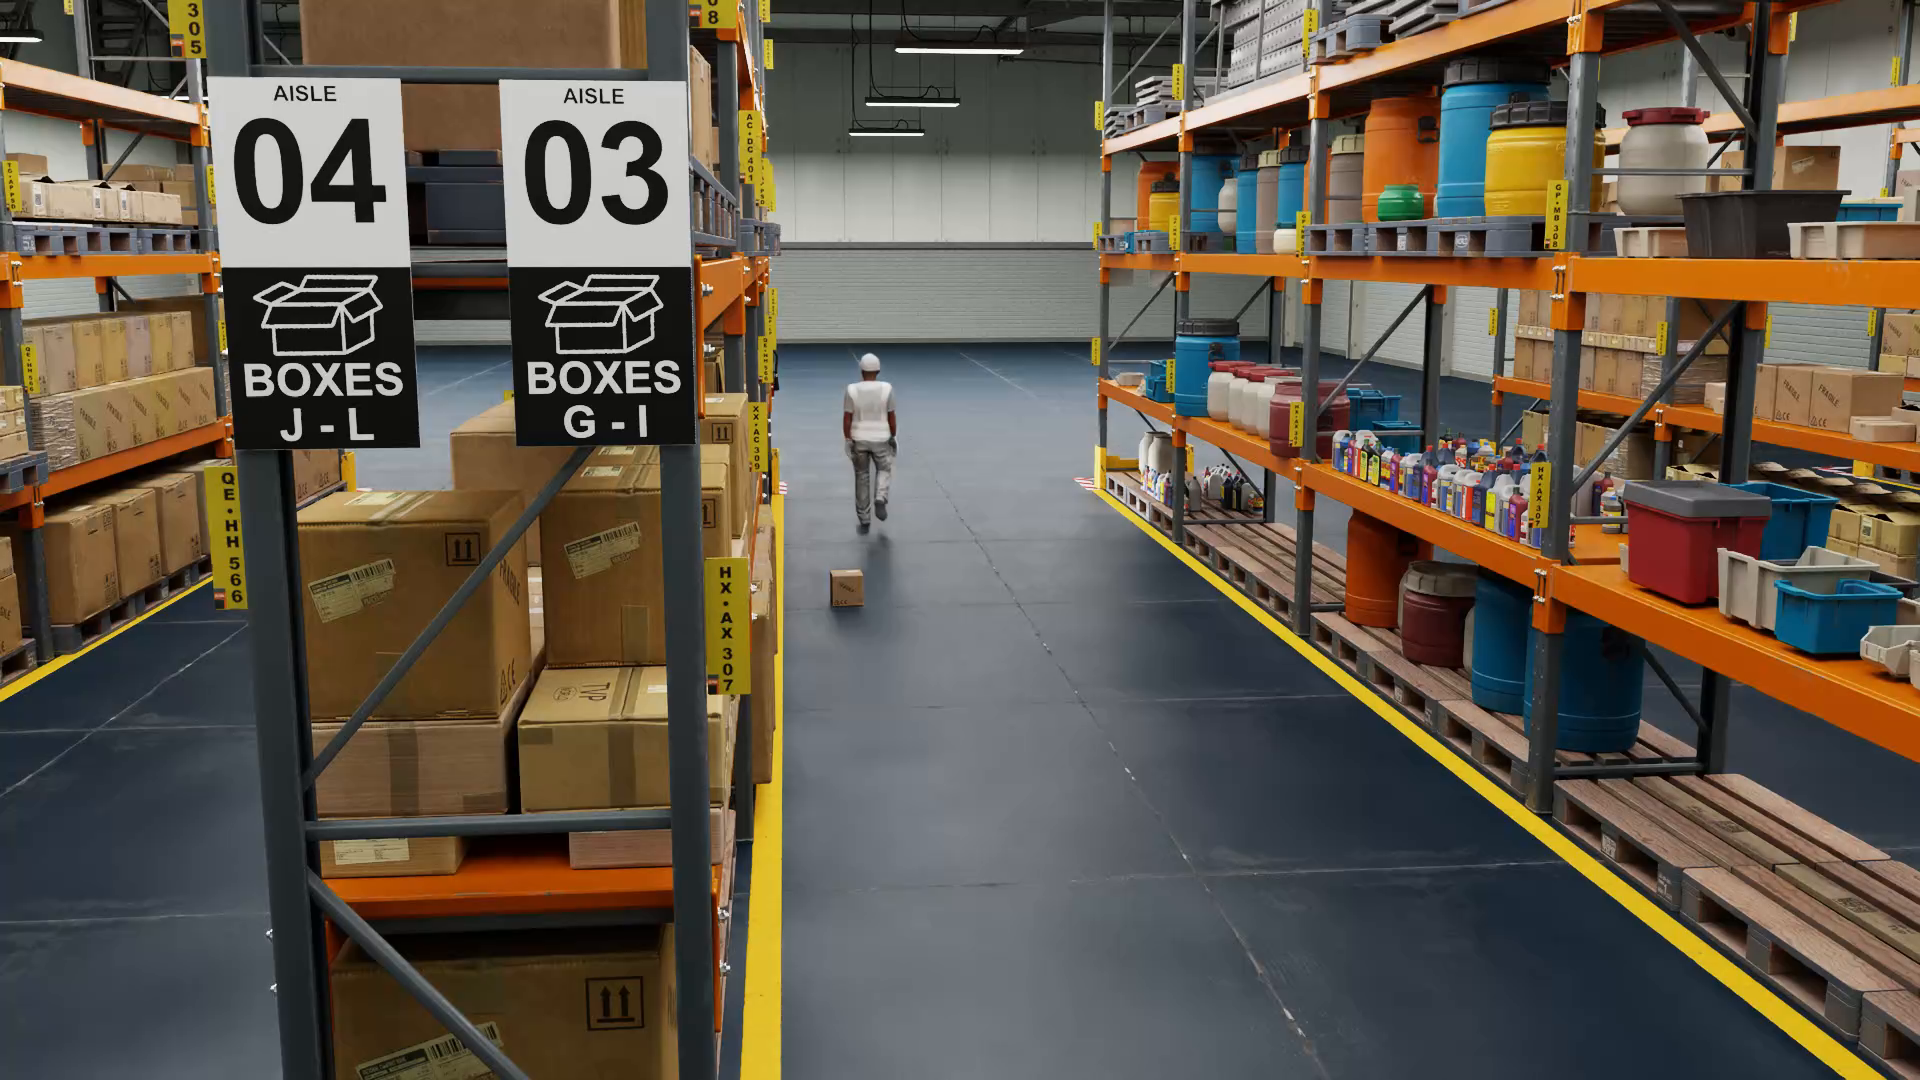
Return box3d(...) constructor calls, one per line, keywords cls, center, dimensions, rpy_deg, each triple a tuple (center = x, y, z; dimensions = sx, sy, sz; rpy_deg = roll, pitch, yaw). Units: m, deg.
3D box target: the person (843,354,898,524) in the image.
box3d(cls="person", center=(-0.921, -1.037, 17.181), dimensions=(0.564, 1.770, 0.624), rpy_deg=(0, 10, -2))
